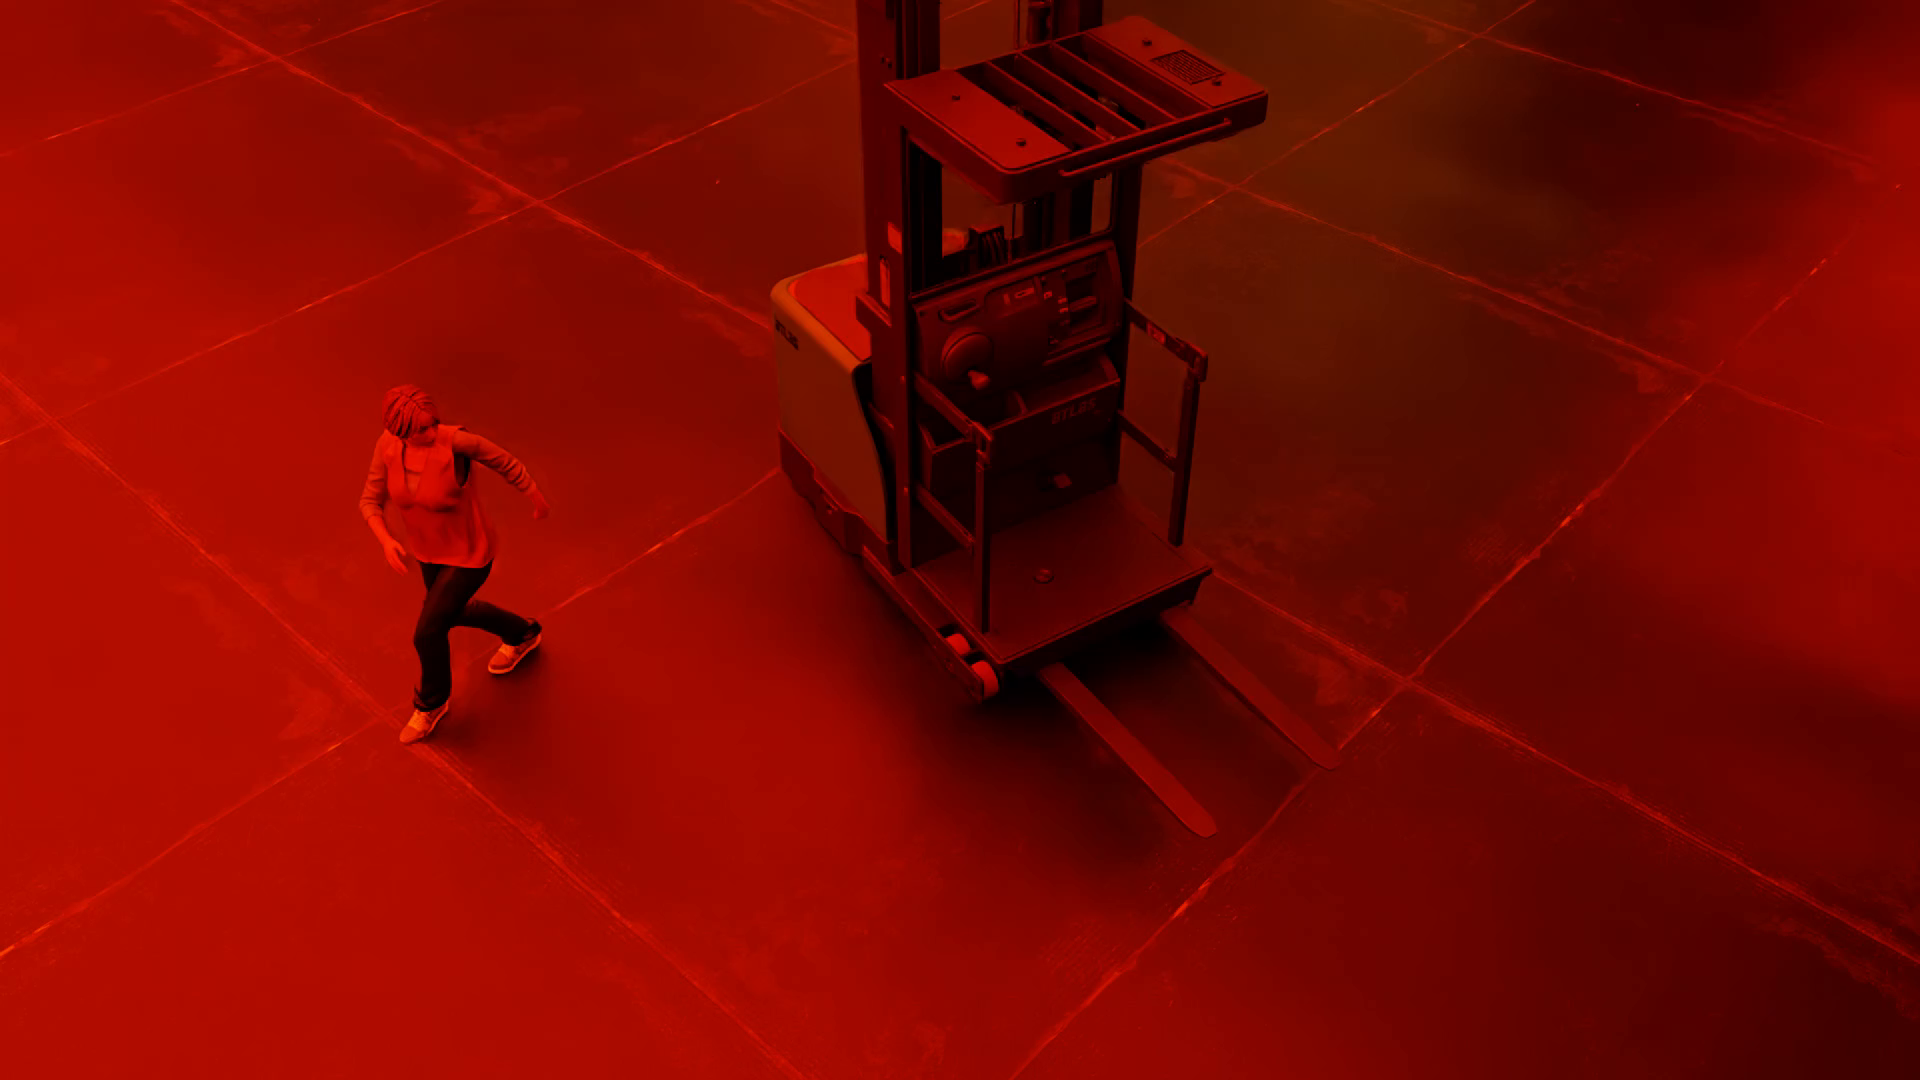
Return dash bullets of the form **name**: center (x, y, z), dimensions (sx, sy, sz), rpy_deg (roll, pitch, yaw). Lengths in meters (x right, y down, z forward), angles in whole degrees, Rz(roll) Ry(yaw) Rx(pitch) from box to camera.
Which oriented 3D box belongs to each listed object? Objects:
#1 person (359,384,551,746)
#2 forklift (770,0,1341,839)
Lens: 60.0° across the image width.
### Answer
- **person**: center (-2.006, 0.047, 6.474), dimensions (0.436, 1.545, 0.828), rpy_deg (25, 46, 26)
- **forklift**: center (0.359, -0.799, 6.360), dimensions (1.130, 2.935, 3.031), rpy_deg (-23, 46, -24)
